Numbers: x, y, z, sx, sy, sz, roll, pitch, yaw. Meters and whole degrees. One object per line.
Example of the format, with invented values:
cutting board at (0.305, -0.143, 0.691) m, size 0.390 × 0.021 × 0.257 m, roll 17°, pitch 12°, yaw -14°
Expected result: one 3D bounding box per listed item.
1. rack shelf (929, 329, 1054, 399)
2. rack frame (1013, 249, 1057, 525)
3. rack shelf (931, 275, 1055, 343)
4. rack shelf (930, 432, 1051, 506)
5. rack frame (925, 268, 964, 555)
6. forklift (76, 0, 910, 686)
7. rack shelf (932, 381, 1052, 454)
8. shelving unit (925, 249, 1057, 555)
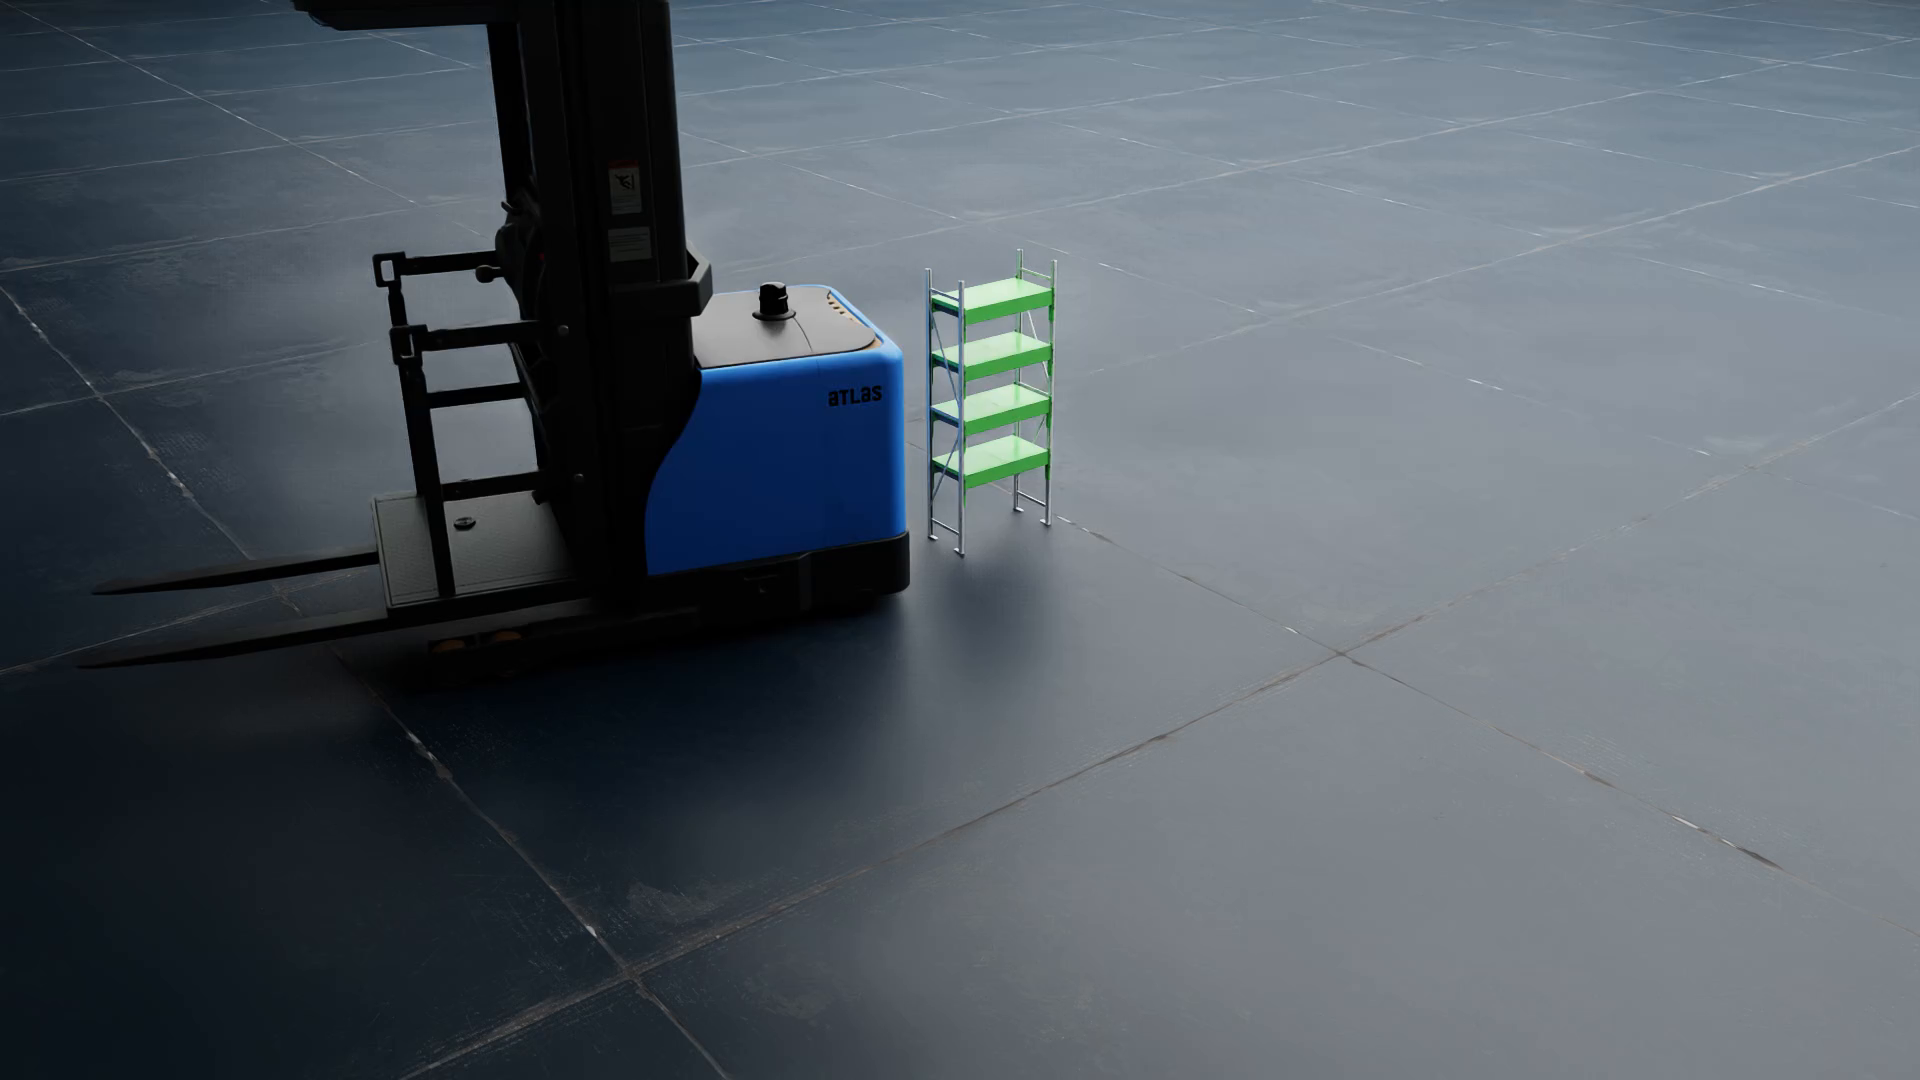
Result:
rack shelf at (0.130, -0.747, 7.016) m, size 0.480 × 0.148 × 0.258 m, roll -18°, pitch 31°, yaw -34°
rack frame at (0.322, -0.651, 7.227) m, size 0.015 × 1.200 × 0.240 m, roll -18°, pitch 31°, yaw -34°
rack shelf at (0.130, -0.965, 6.915) m, size 0.480 × 0.148 × 0.258 m, roll -18°, pitch 31°, yaw -34°
rack shelf at (0.130, -0.312, 7.218) m, size 0.480 × 0.148 × 0.258 m, roll -18°, pitch 31°, yaw -34°
rack frame at (-0.062, -0.524, 6.953) m, size 0.015 × 1.200 × 0.240 m, roll -18°, pitch 31°, yaw -34°
forklift at (-1.773, -1.045, 6.020) m, size 3.031 × 2.935 × 1.130 m, roll -9°, pitch 26°, yaw -19°
rack shelf at (0.130, -0.529, 7.117) m, size 0.480 × 0.148 × 0.258 m, roll -18°, pitch 31°, yaw -34°
shelving unit at (0.130, -0.587, 7.090) m, size 0.503 × 1.200 × 0.258 m, roll -18°, pitch 31°, yaw -34°
